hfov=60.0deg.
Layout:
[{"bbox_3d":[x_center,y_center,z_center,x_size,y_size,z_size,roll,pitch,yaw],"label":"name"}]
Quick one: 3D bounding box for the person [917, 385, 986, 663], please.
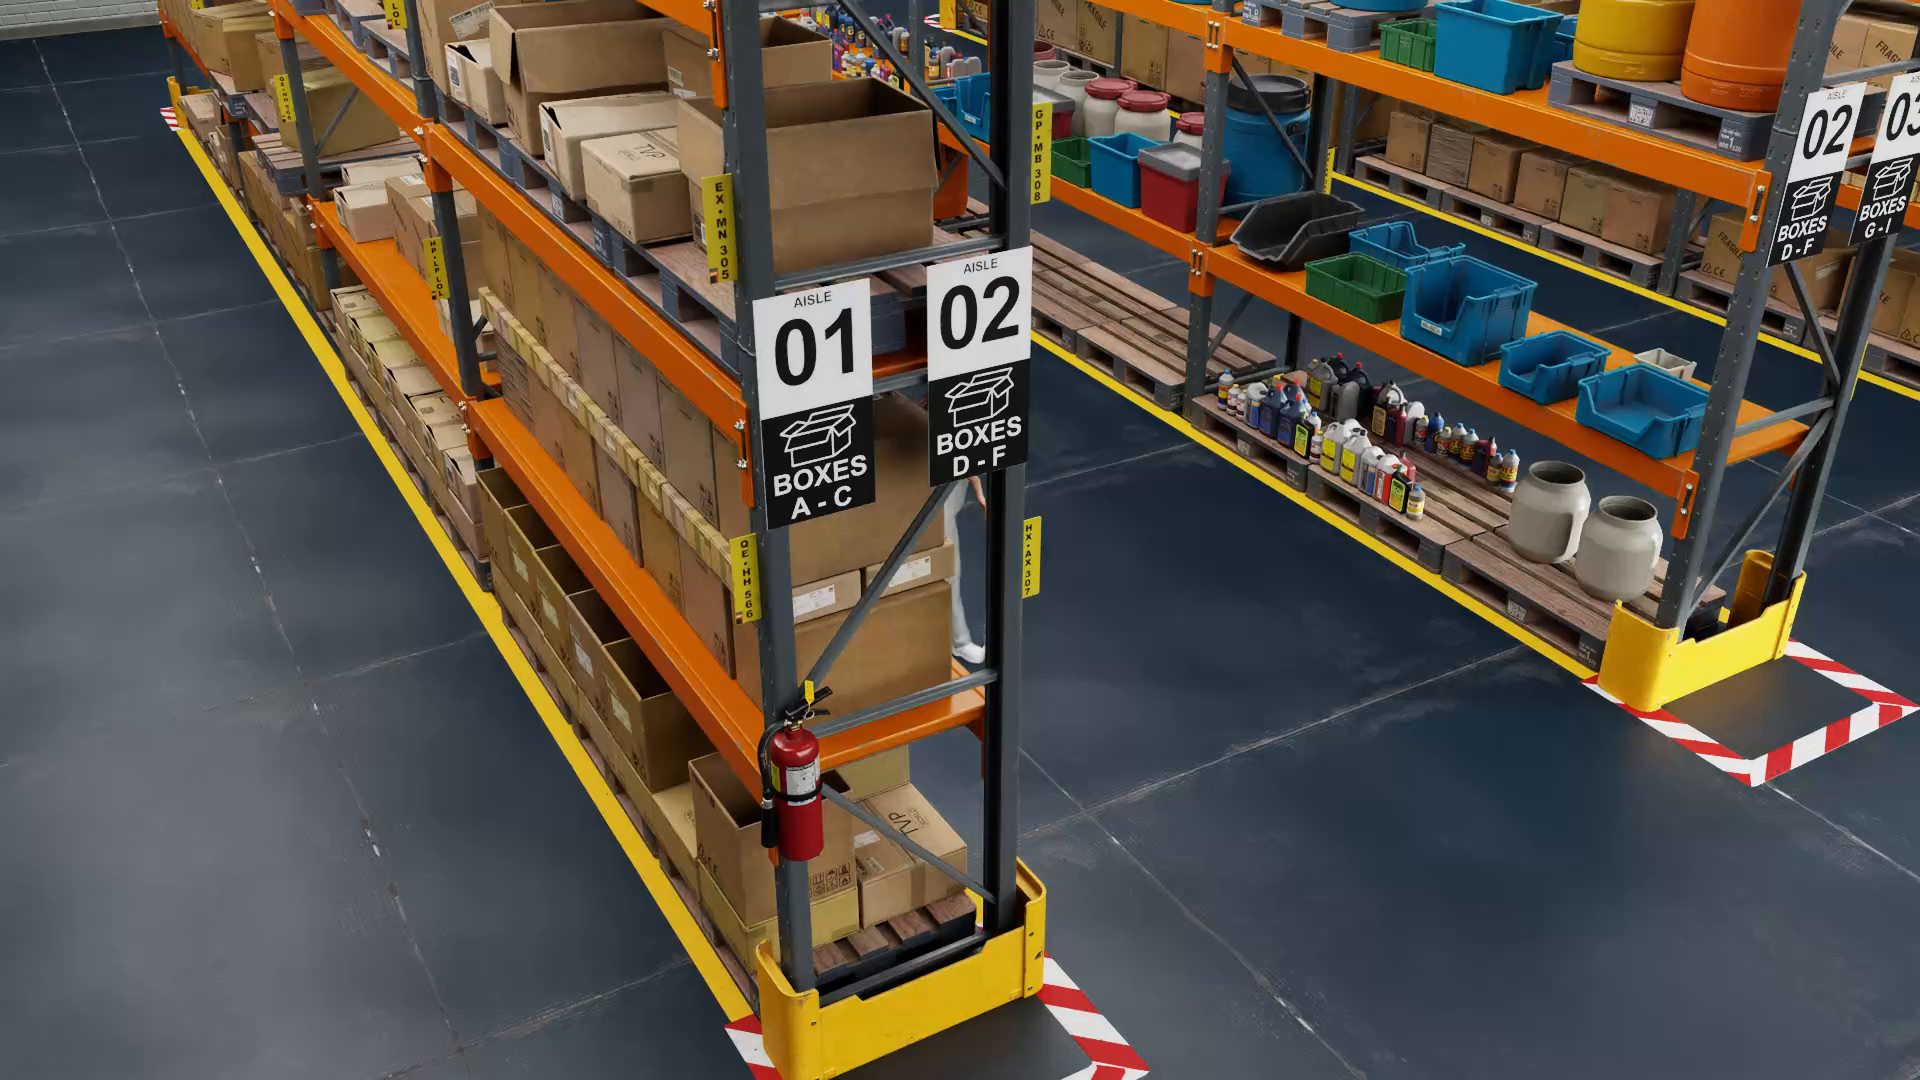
[{"bbox_3d":[-0.089,-0.164,8.832,0.686,1.661,0.498,11,31,19],"label":"person"}]
